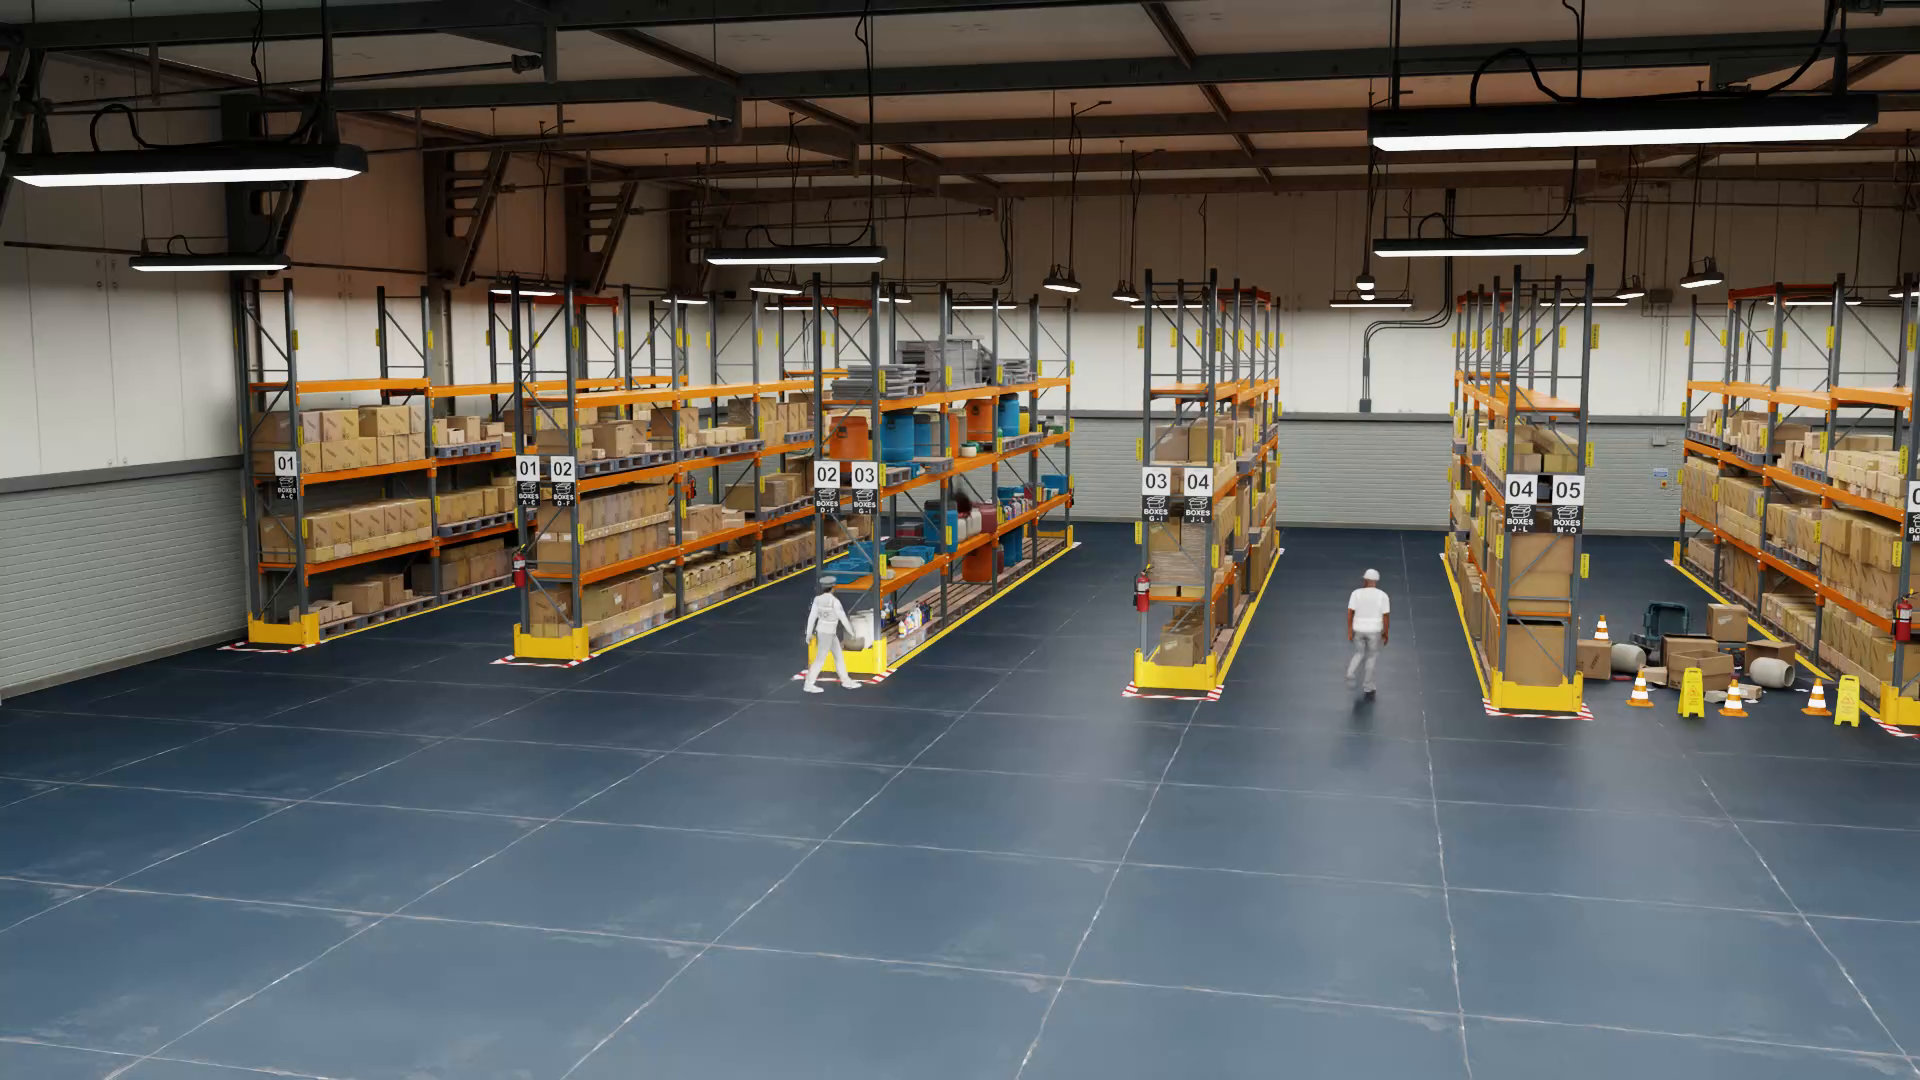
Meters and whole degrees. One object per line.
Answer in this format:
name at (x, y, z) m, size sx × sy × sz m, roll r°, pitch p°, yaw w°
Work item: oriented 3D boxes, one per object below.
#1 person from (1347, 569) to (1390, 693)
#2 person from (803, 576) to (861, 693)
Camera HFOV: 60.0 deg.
person at (5.777, 1.298, 23.562) m, size 0.546 × 1.758 × 0.618 m, roll 6°, pitch 9°, yaw 41°
person at (-1.825, 1.334, 23.722) m, size 0.844 × 1.648 × 0.432 m, roll -1°, pitch 7°, yaw -7°
